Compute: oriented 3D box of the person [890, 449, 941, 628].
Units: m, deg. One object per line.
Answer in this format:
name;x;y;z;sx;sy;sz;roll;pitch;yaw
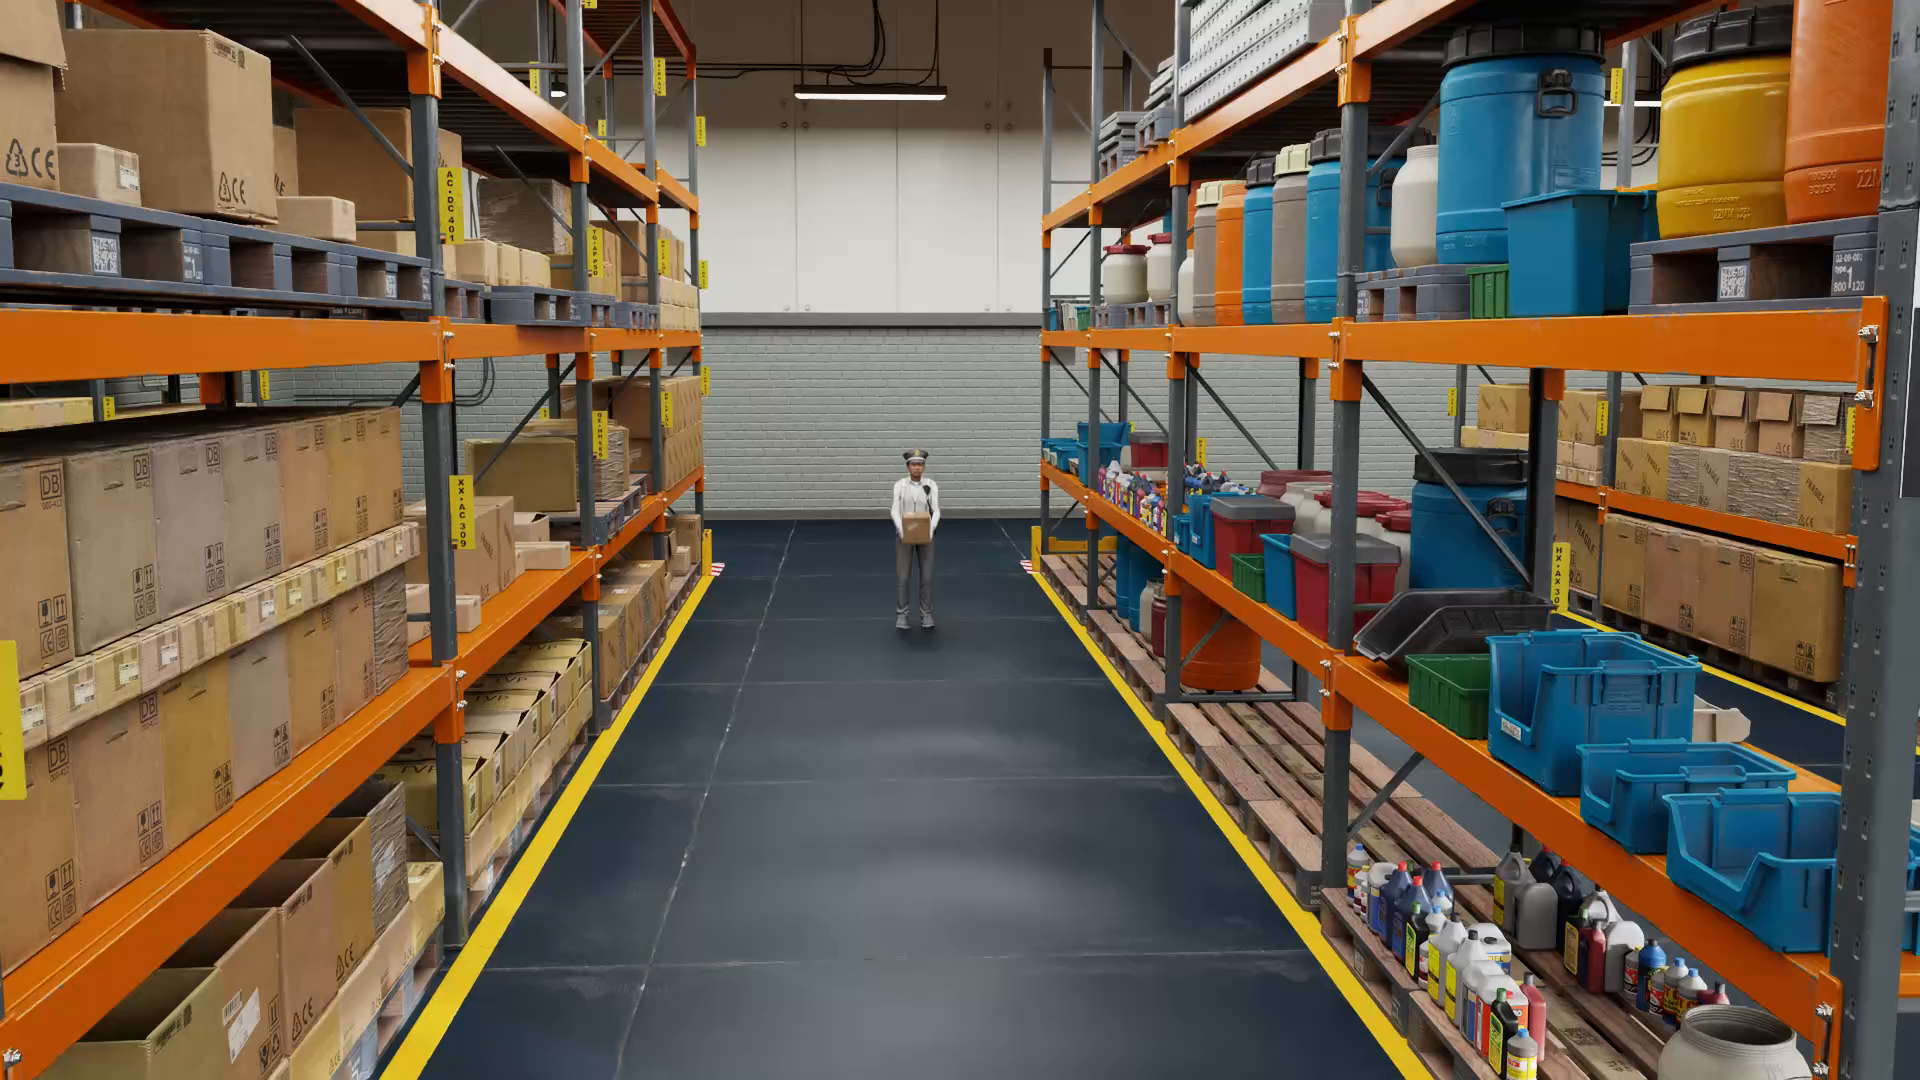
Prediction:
person;-0.418;-0.014;15.733;0.482;1.692;0.517;0;7;-4
